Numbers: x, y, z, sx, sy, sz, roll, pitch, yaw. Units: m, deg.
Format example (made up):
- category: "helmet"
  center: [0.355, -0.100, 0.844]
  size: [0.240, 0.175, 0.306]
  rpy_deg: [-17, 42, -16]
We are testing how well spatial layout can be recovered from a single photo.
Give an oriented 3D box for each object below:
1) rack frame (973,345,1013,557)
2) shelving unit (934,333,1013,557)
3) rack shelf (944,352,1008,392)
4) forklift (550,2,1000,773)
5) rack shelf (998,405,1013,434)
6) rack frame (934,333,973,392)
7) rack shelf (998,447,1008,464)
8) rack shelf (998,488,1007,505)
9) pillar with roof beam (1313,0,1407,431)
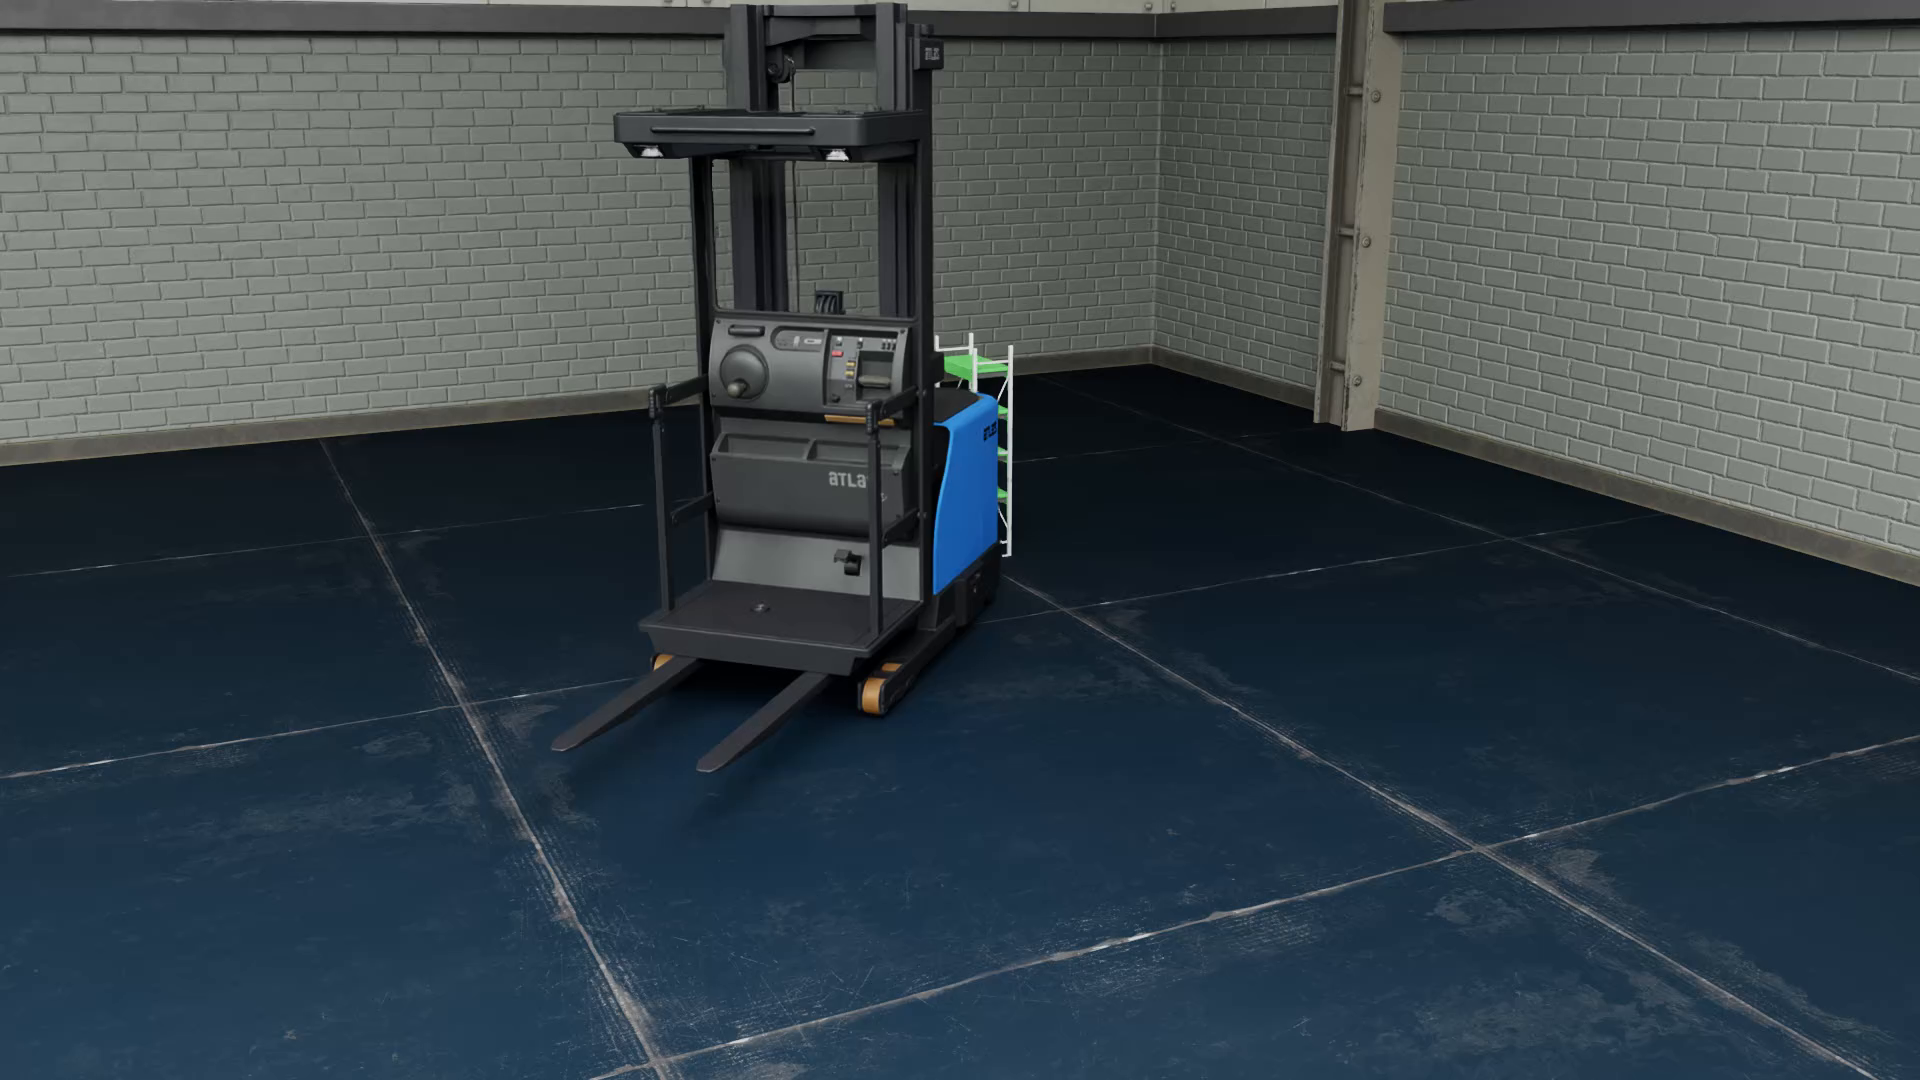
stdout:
- category: "rack frame"
  center: [0.179, -0.475, 9.231]
  size: [0.240, 1.200, 0.015]
  rpy_deg: [-8, 18, -25]
- category: "shelving unit"
  center: [0.073, -0.536, 9.442]
  size: [0.258, 1.200, 0.503]
  rpy_deg: [-8, 18, -25]
- category: "rack shelf"
  center: [0.072, -0.936, 9.327]
  size: [0.258, 0.148, 0.480]
  rpy_deg: [-8, 18, -25]
- category: "forklift"
  center: [-0.740, -0.780, 7.155]
  size: [1.130, 2.935, 3.031]
  rpy_deg: [5, 17, 18]
- category: "rack shelf"
  center: [0.073, -0.705, 9.394]
  size: [0.258, 0.148, 0.480]
  rpy_deg: [-8, 18, -25]
- category: "rack frame"
  center: [-0.034, -0.596, 9.653]
  size: [0.240, 1.200, 0.015]
  rpy_deg: [-8, 18, -25]
- category: "rack shelf"
  center: [0.073, -0.474, 9.460]
  size: [0.258, 0.148, 0.480]
  rpy_deg: [-8, 18, -25]
- category: "rack shelf"
  center: [0.073, -0.244, 9.526]
  size: [0.258, 0.148, 0.480]
  rpy_deg: [-8, 18, -25]
- category: "pillar with roof beam"
  center: [-0.894, -4.697, 9.806]
  size: [9.100, 9.000, 0.400]
  rpy_deg: [-8, 18, -25]
